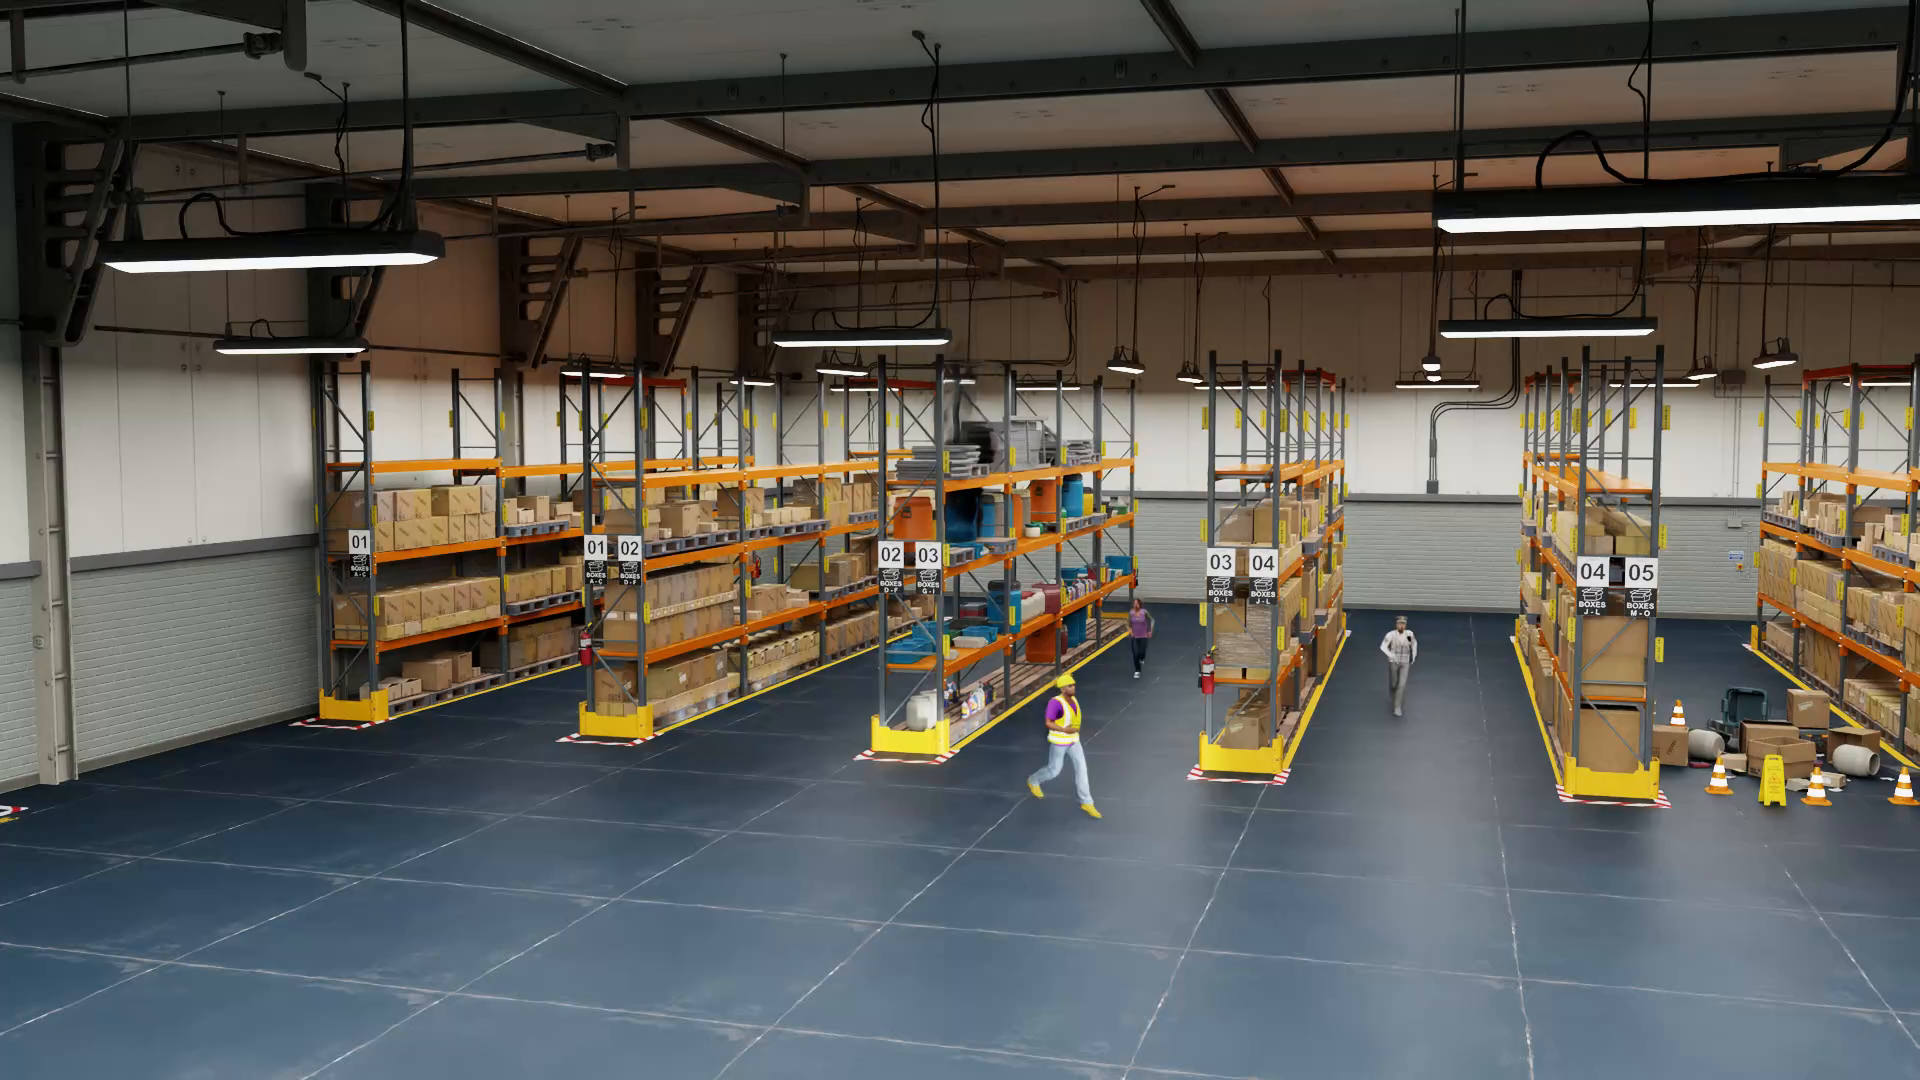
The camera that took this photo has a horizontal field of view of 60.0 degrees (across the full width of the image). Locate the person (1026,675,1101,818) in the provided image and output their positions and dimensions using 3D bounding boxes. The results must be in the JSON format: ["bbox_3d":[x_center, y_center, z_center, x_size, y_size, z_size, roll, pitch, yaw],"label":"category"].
[{"bbox_3d":[1.297,2.609,21.278,0.662,1.779,1.135,-4,6,-43],"label":"person"}]

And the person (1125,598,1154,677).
[{"bbox_3d":[3.496,1.916,32.445,0.560,1.558,0.605,1,4,14],"label":"person"}]

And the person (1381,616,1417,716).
[{"bbox_3d":[7.571,2.124,28.675,0.640,1.686,0.927,0,4,6],"label":"person"}]
